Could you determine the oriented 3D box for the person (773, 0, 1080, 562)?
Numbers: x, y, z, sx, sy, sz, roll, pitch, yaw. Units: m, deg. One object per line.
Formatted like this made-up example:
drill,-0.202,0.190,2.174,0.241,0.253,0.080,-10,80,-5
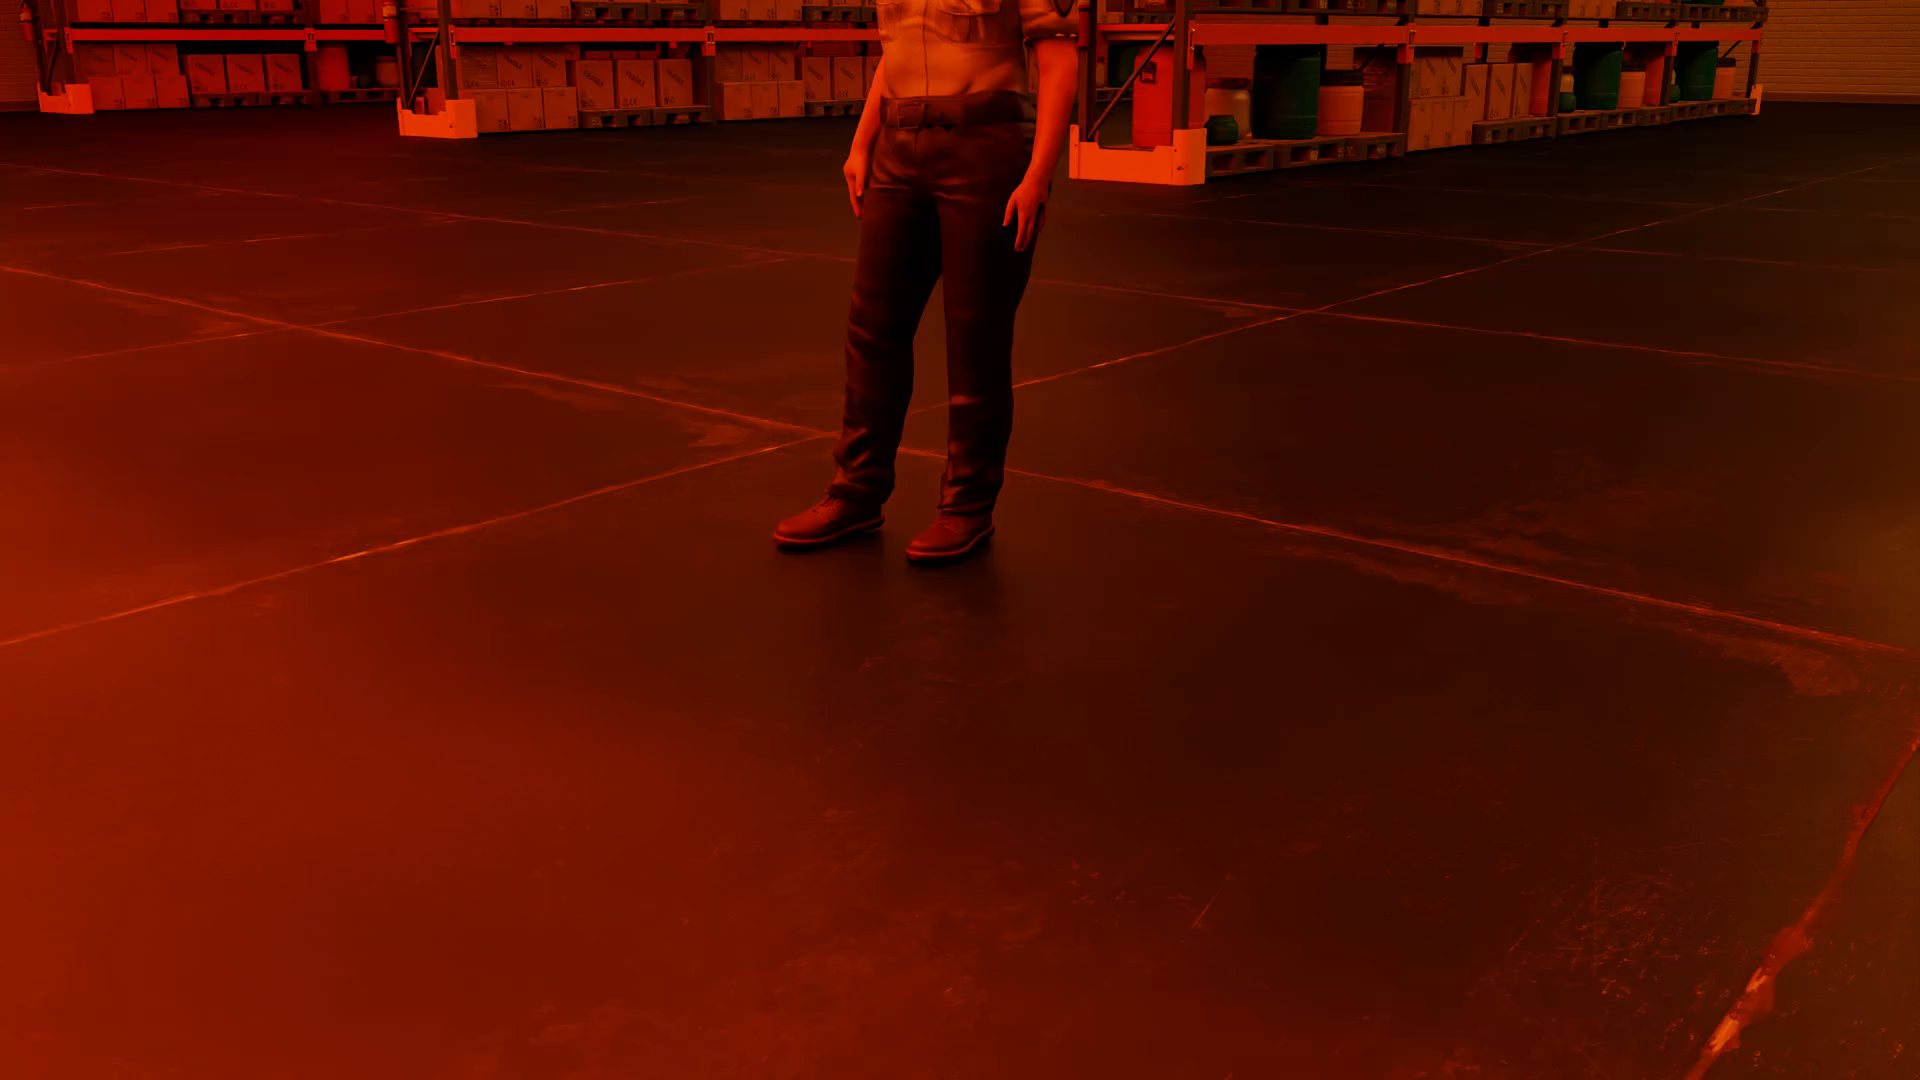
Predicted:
person,-0.074,-0.780,3.648,0.599,1.650,0.503,13,21,37
